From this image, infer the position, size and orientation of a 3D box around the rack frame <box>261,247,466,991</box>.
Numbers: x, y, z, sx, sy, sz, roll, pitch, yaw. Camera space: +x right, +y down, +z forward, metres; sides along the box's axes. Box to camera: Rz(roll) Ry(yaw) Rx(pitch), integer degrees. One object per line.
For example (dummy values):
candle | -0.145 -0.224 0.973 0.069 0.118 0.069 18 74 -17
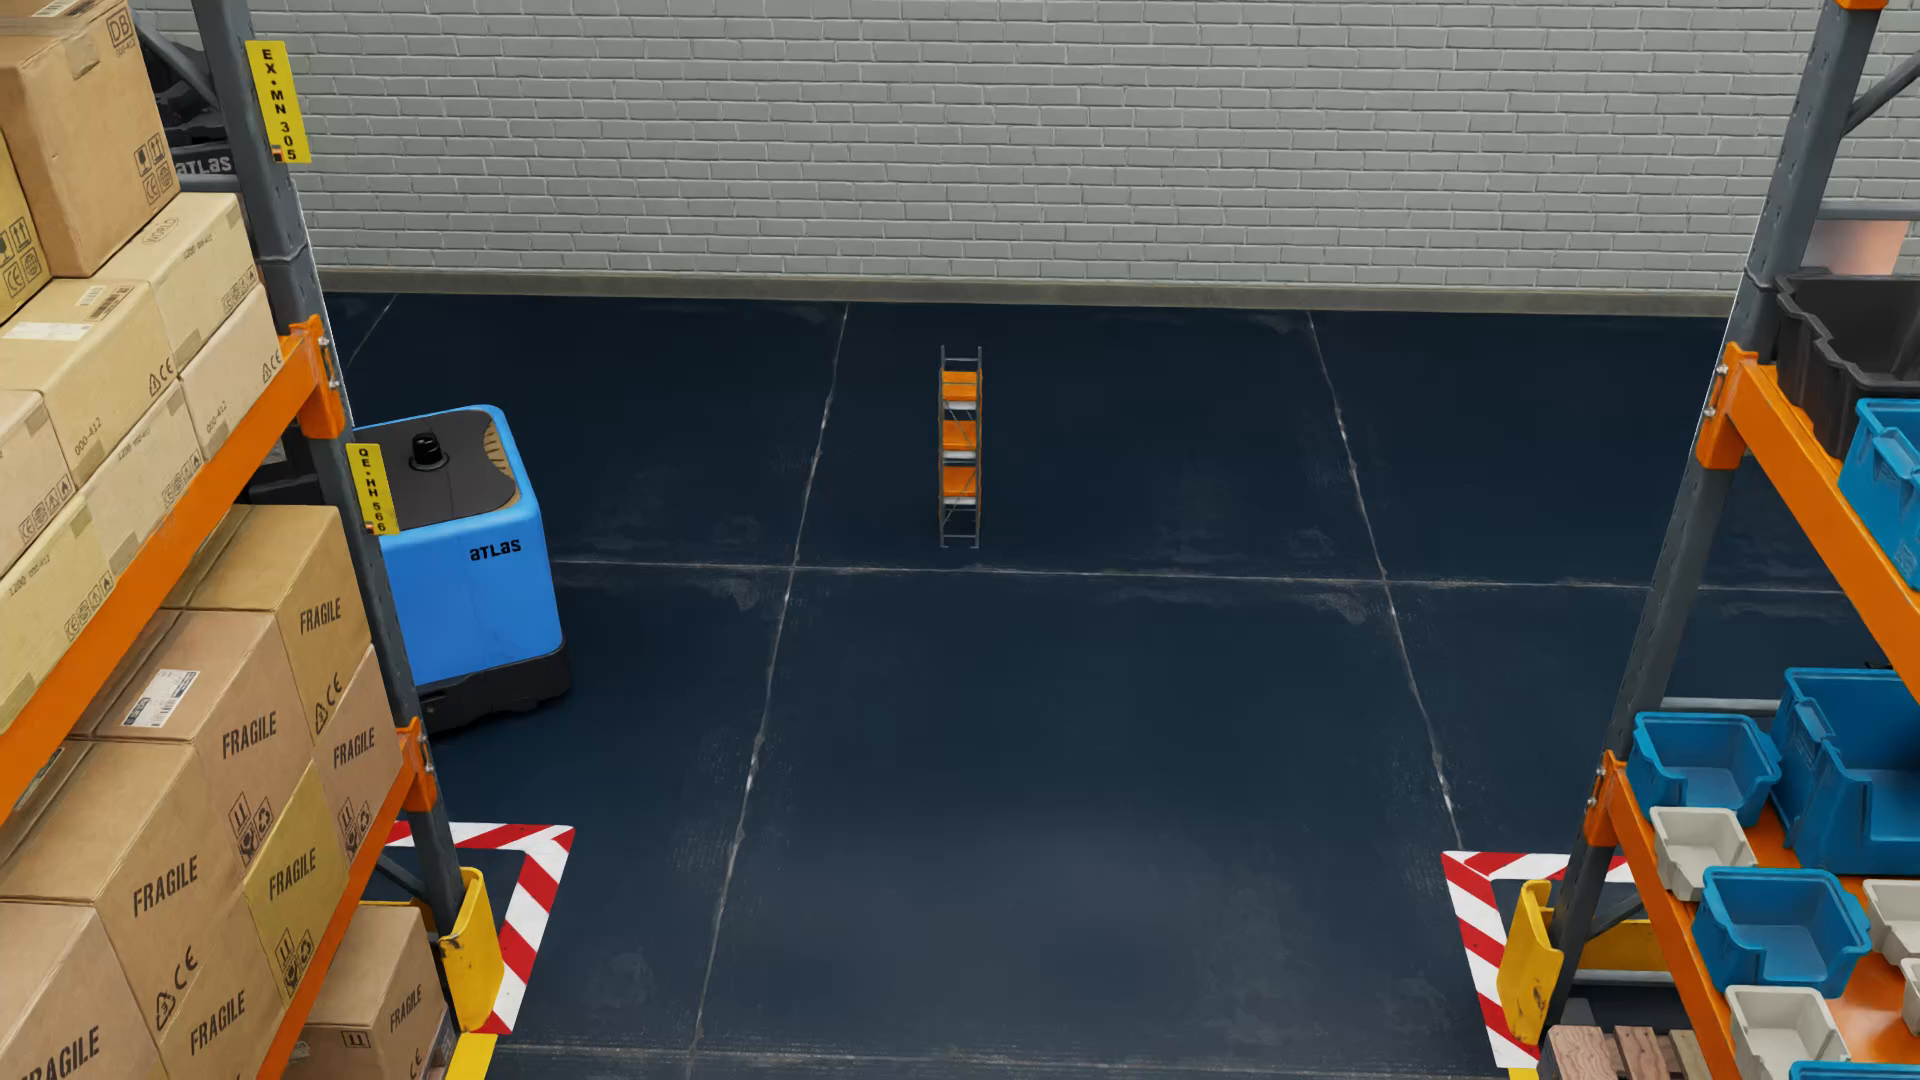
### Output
rack frame | -2.325 0.428 5.478 1.000 3.000 0.127 1 35 2

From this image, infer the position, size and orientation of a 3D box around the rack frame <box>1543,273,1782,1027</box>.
rack frame | 2.624 0.545 5.312 1.000 3.000 0.127 1 35 2

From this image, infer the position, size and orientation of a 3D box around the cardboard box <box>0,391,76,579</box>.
cardboard box | -2.135 -0.067 3.269 0.500 0.250 0.500 1 35 2

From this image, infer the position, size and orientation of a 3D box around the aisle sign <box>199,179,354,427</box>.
aisle sign | -2.016 -0.667 4.776 0.394 0.787 0.004 1 35 2

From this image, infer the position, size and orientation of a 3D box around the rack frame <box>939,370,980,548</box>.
rack frame | -0.003 -0.390 8.338 0.200 1.050 0.008 1 35 2

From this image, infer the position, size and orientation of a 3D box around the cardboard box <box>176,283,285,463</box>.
cardboard box | -2.082 -0.436 4.230 0.500 0.250 0.500 1 35 2

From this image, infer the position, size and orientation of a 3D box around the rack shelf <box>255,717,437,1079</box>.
rack shelf | -2.405 1.872 4.049 1.077 0.370 4.000 1 35 2

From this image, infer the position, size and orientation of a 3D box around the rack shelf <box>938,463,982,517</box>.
rack shelf | 0.002 -0.224 8.603 0.215 0.259 0.240 1 35 2

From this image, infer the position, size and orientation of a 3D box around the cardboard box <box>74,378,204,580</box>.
cardboard box | -2.113 -0.149 3.821 0.500 0.250 0.500 1 35 2

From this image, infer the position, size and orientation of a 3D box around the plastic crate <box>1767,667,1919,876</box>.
plastic crate | 2.797 0.702 5.005 0.616 0.435 0.499 1 35 2

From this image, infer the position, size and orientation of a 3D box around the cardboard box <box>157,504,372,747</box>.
cardboard box | -2.068 0.240 4.788 0.500 0.500 0.500 1 35 1

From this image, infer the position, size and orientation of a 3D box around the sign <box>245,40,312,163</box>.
sign | -1.771 -1.137 4.326 0.100 0.325 0.005 1 35 2

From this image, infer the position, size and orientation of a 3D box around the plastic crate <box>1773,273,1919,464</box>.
plastic crate | 2.330 -0.414 4.181 0.497 0.269 0.590 1 35 2

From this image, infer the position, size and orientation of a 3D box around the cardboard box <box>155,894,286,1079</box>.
cardboard box | -2.114 1.236 4.242 0.500 0.500 0.500 2 35 2

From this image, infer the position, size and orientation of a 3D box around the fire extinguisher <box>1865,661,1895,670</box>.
fire extinguisher | 3.084 0.653 5.550 0.296 0.674 0.183 1 35 2

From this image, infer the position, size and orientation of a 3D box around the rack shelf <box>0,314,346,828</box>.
rack shelf | -2.405 0.644 3.187 1.077 0.370 4.000 1 35 2

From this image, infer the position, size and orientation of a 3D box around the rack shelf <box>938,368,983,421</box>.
rack shelf | 0.002 -0.684 8.280 0.215 0.259 0.240 1 35 2

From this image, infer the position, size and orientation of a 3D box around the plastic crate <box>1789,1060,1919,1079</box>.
plastic crate | 2.232 1.479 4.075 0.416 0.233 0.300 1 35 2

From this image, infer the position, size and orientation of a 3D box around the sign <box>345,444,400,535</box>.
sign | -1.771 -0.150 5.019 0.100 0.325 0.005 1 35 2

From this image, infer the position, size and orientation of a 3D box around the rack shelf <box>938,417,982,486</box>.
rack shelf | 0.002 -0.452 8.444 0.215 0.259 0.240 1 35 2

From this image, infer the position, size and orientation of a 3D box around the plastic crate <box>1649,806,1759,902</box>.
plastic crate | 2.190 0.945 4.920 0.250 0.136 0.298 1 35 2

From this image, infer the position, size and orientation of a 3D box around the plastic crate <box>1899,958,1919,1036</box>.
plastic crate | 2.746 1.267 4.461 0.396 0.136 0.243 1 35 2

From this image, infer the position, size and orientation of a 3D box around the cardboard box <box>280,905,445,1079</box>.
cardboard box | -2.101 1.589 5.617 0.500 0.500 0.500 1 35 2

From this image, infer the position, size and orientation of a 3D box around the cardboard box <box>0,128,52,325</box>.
cardboard box | -2.434 -0.668 3.472 0.700 0.500 0.500 1 35 2

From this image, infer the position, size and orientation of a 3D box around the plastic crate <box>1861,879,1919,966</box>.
plastic crate | 2.772 1.101 4.698 0.396 0.136 0.243 1 35 2

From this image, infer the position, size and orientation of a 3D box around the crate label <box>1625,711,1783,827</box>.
crate label | 2.285 0.723 5.152 0.416 0.233 0.303 1 35 2

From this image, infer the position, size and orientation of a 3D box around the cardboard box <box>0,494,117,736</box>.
cardboard box | -2.120 0.138 3.412 0.500 0.250 0.500 1 35 2

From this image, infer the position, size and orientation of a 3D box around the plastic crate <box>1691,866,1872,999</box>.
plastic crate | 2.259 1.101 4.613 0.416 0.233 0.300 1 35 2

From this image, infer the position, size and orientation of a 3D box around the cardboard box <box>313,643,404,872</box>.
cardboard box | -2.071 0.651 5.074 0.500 0.500 0.500 2 35 3

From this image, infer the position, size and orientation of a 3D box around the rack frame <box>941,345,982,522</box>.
rack frame | 0.007 -0.530 8.537 0.200 1.050 0.008 1 35 2

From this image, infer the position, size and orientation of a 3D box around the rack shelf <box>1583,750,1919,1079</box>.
rack shelf | 2.544 1.988 3.884 1.077 0.370 4.000 1 35 2

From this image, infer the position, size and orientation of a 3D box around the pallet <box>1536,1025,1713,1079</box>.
pallet | 2.552 2.159 5.441 1.003 0.211 1.213 1 35 2

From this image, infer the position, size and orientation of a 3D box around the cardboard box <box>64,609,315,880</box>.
cardboard box | -2.088 0.531 4.375 0.500 0.500 0.500 2 35 3

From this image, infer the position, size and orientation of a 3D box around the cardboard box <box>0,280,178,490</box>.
cardboard box | -2.111 -0.354 3.677 0.500 0.250 0.500 1 35 2

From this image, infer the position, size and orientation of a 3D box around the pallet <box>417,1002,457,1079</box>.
pallet | -2.359 2.071 5.566 1.003 0.211 1.213 1 35 2

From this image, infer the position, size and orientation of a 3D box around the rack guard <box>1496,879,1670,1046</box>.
rack guard | 2.612 1.553 6.051 1.175 0.500 0.348 1 35 2

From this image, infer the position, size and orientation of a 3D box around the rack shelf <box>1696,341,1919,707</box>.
rack shelf | 2.544 0.761 3.021 1.077 0.370 4.000 1 35 2

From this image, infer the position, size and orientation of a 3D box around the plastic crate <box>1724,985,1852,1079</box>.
plastic crate | 2.162 1.334 4.365 0.250 0.136 0.298 1 35 2

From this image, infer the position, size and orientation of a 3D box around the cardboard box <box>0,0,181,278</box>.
cardboard box | -2.329 -0.953 3.878 0.700 0.500 0.500 1 35 2

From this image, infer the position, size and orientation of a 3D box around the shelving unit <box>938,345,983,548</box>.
shelving unit | 0.002 -0.460 8.438 0.215 1.050 0.252 1 35 2

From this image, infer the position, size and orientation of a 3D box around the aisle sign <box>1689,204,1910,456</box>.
aisle sign | 2.330 -0.567 4.633 0.394 0.787 0.004 1 35 2

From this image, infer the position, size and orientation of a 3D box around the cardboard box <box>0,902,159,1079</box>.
cardboard box | -2.124 1.124 3.532 0.500 0.500 0.500 2 35 3

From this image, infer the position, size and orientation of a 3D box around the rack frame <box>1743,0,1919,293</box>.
rack frame | 2.624 -1.910 3.587 1.000 3.000 0.127 1 35 2

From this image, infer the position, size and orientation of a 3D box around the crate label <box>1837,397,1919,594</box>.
crate label | 2.264 -0.099 3.748 0.408 0.251 0.502 1 35 2

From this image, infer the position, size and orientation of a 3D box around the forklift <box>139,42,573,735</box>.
forklift | -3.347 -0.390 6.702 3.031 2.935 1.130 -14 37 -18

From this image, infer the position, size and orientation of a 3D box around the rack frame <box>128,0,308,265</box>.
rack frame | -2.325 -2.026 3.753 1.000 3.000 0.127 1 35 2

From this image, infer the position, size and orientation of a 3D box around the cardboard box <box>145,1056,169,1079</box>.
cardboard box | -2.134 1.525 3.830 0.500 0.500 0.500 1 35 1

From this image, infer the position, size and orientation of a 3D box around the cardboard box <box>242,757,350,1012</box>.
cardboard box | -2.088 0.949 4.650 0.500 0.500 0.500 2 35 2

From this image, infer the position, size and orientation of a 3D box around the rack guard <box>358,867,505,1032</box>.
rack guard | -2.328 1.495 6.134 1.175 0.500 0.348 1 35 2

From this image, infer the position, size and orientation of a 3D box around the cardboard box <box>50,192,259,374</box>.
cardboard box | -2.091 -0.641 4.086 0.500 0.250 0.500 1 35 2

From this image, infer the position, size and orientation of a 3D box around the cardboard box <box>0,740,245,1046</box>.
cardboard box | -2.104 0.829 3.951 0.500 0.500 0.500 2 35 3
